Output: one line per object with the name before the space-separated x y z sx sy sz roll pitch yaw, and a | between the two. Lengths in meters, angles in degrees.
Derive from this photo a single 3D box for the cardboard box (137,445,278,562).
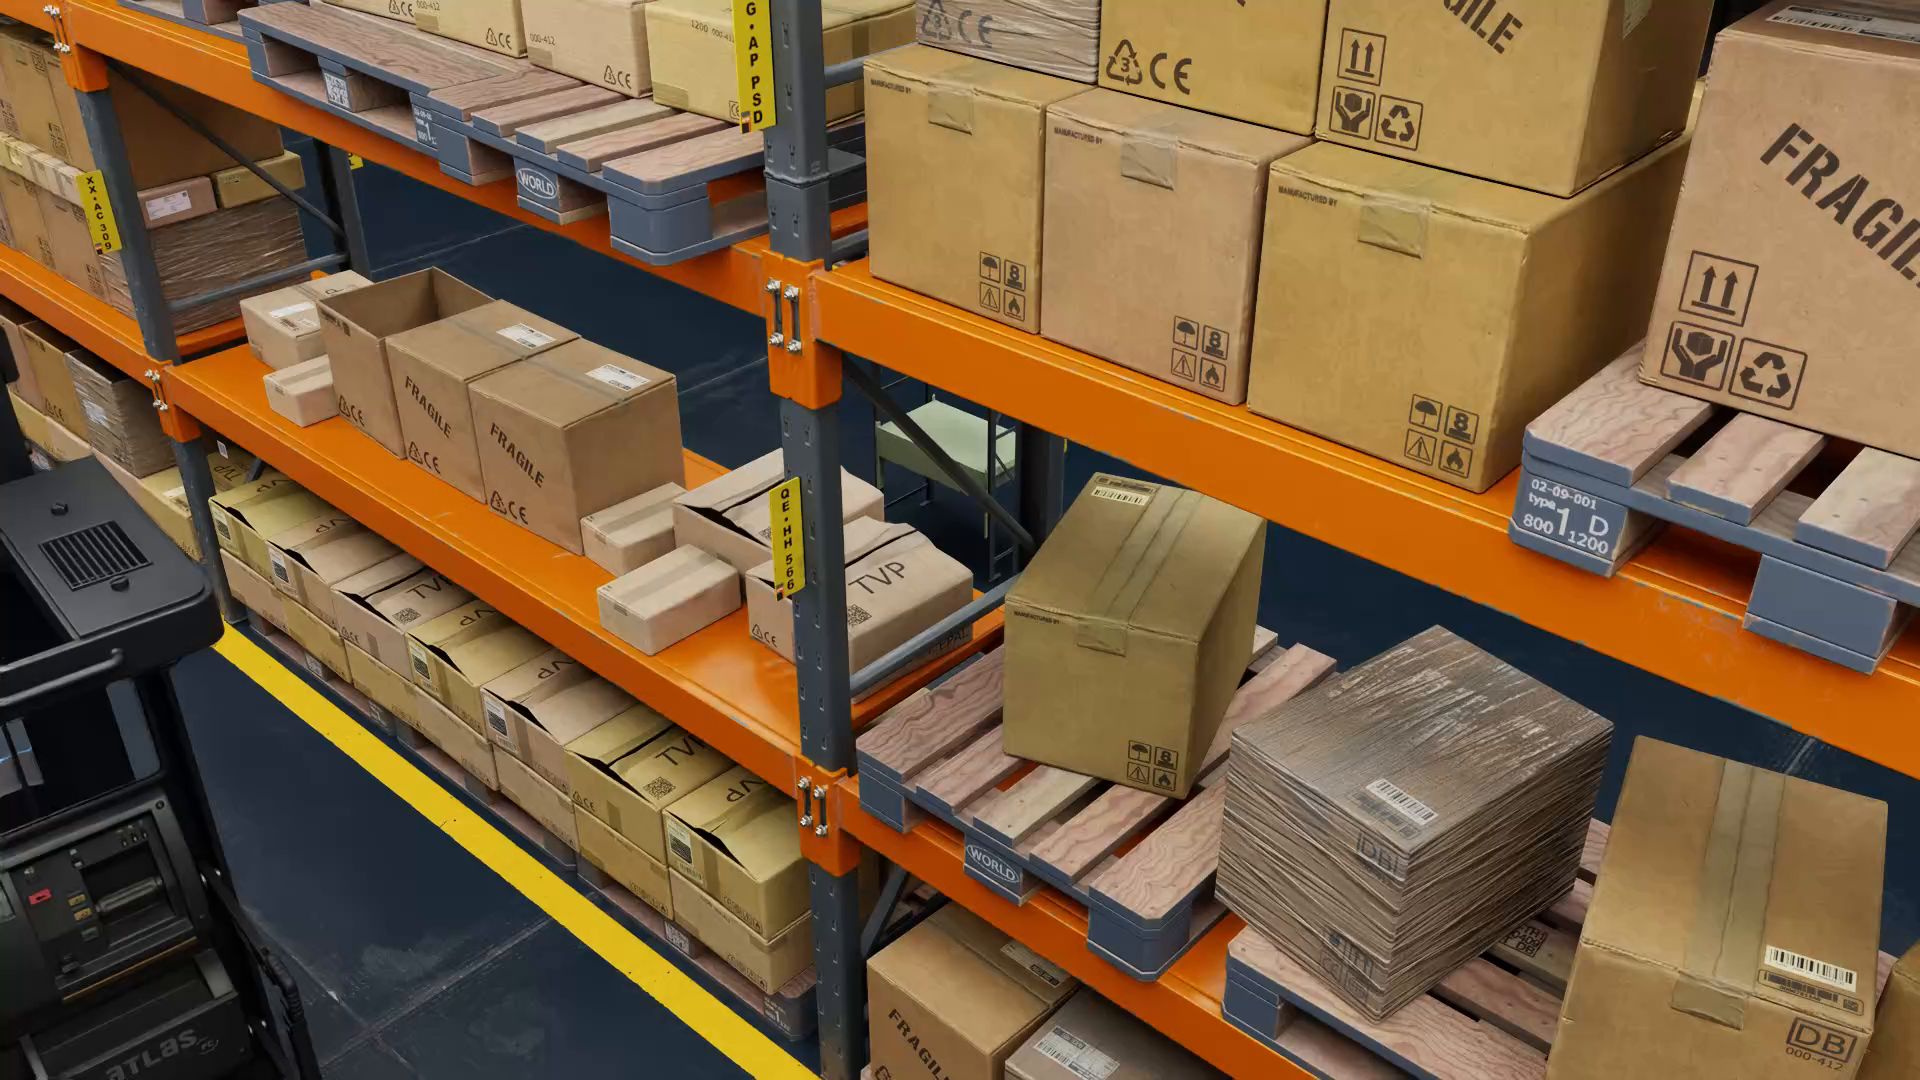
cardboard box | -3.524 -0.181 7.900 0.500 0.250 0.500 25 39 35

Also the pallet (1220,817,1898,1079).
pallet | 1.377 1.036 3.807 1.213 0.211 1.003 25 39 35

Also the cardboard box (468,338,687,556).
cardboard box | -1.323 -0.335 5.801 0.500 0.500 0.500 23 38 33

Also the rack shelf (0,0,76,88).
rack shelf | -4.516 -2.771 7.733 4.000 0.370 1.077 25 39 35

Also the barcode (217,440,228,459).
barcode | -3.124 -0.383 7.044 0.075 0.075 0.001 25 39 35

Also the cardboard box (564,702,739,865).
cardboard box | -1.011 0.776 5.768 0.500 0.311 0.500 24 39 34

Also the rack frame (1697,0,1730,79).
rack frame | 3.253 -1.613 8.021 0.127 3.000 1.000 25 39 35

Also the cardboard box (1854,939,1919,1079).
cardboard box | 2.144 0.981 3.208 0.700 0.500 0.500 -22 38 -32

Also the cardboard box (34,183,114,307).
cardboard box | -3.762 -1.476 7.696 0.500 0.500 0.700 25 39 35

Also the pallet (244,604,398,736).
pallet | -2.461 0.333 7.492 1.213 0.211 1.003 25 39 35

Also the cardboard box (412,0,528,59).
cardboard box | -1.259 -1.630 4.880 0.500 0.250 0.500 24 39 34

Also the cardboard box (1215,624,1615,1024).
cardboard box | 1.025 0.624 3.800 0.700 0.500 0.500 -21 37 -31

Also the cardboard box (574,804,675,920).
cardboard box | -1.006 1.015 5.915 0.500 0.250 0.500 25 39 35

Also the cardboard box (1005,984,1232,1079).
cardboard box | 0.470 1.611 4.663 0.500 0.500 0.500 23 38 33

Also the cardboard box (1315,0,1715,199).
cardboard box | 1.008 -0.967 2.974 0.500 0.500 0.500 25 39 35

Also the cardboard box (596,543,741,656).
cardboard box | -0.920 0.185 5.278 0.250 0.149 0.380 25 39 35

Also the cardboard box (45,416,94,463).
cardboard box | -4.269 -0.525 8.472 0.500 0.250 0.500 25 39 35

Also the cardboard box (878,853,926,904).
cardboard box | -0.259 0.987 5.961 0.500 0.250 0.500 25 39 35

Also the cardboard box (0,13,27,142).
cardboard box | -4.113 -2.199 7.640 0.500 0.500 0.700 25 39 35

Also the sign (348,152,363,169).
sign | -2.677 -1.775 7.244 0.005 0.325 0.100 25 39 35

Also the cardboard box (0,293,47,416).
cardboard box | -4.641 -1.018 8.565 0.500 0.500 0.500 25 39 35

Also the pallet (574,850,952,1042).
pallet | -0.652 1.177 6.089 1.213 0.211 1.003 25 39 35

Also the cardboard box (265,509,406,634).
cardboard box | -2.527 0.070 6.941 0.500 0.311 0.500 25 39 35

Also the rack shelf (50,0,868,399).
rack shelf | -1.551 -1.386 5.434 4.000 0.370 1.077 25 39 35

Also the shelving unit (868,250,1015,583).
shelving unit | -0.005 -0.645 7.867 0.755 1.500 0.431 25 39 35

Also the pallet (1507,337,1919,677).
pallet | 1.690 -0.148 2.861 1.003 0.211 1.213 25 39 35

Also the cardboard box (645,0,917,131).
cardboard box | -0.442 -1.254 4.254 0.500 0.250 0.500 22 37 32

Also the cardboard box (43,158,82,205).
cardboard box | -3.757 -1.611 7.291 0.250 0.149 0.380 24 38 34

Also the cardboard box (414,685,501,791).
cardboard box | -1.760 0.663 6.500 0.500 0.250 0.500 26 40 36

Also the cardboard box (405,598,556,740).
cardboard box | -1.754 0.426 6.349 0.500 0.311 0.500 26 40 36

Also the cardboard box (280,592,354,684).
cardboard box | -2.523 0.308 7.089 0.500 0.250 0.500 26 40 36

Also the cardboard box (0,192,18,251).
cardboard box | -4.512 -1.828 8.281 0.500 0.500 0.700 26 40 36

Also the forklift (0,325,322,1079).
forklift | -2.156 0.987 3.769 1.130 2.935 3.031 -24 39 -34

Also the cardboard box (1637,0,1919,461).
cardboard box | 1.583 -0.547 2.740 0.600 0.600 0.600 23 38 33

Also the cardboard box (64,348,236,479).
cardboard box | -3.887 -0.679 8.002 0.500 0.500 0.500 25 39 35

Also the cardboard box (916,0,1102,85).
cardboard box | 0.251 -1.320 3.560 0.500 0.500 0.500 25 39 35

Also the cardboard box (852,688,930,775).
cardboard box | -0.259 0.747 5.816 0.500 0.311 0.500 27 40 37

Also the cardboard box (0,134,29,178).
cardboard box | -4.132 -1.787 7.585 0.250 0.149 0.380 25 39 35

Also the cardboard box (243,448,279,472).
cardboard box | -3.174 -0.380 8.232 0.500 0.250 0.500 25 39 35

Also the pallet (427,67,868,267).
pallet | -0.631 -1.122 4.481 1.003 0.211 1.213 27 40 37

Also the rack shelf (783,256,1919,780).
rack shelf | 1.415 -0.002 3.134 4.000 0.370 1.077 25 39 35

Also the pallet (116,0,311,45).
pallet | -2.371 -2.005 5.949 1.217 0.209 0.805 23 38 33

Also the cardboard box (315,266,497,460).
cardboard box | -2.085 -0.690 6.391 0.500 0.500 0.500 -26 40 -36

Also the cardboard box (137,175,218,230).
cardboard box | -3.379 -1.435 6.999 0.250 0.149 0.380 25 39 35

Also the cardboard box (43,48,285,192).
cardboard box | -3.367 -1.851 7.062 0.500 0.500 0.700 25 39 35

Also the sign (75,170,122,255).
sign | -3.405 -1.294 6.575 0.005 0.325 0.100 25 39 35

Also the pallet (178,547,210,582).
pallet | -3.595 -0.198 8.375 1.213 0.211 1.003 25 39 35

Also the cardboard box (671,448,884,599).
cardboard box | -0.601 -0.063 5.532 0.500 0.311 0.500 25 39 35

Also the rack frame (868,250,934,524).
rack frame | -0.276 -0.772 8.077 0.023 1.500 0.400 25 39 35

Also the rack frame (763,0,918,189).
rack frame | -0.068 -2.288 3.325 0.127 3.000 1.000 25 39 35

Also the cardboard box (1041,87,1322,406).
cardboard box | 0.656 -0.731 3.550 0.500 0.500 0.910 25 39 35
